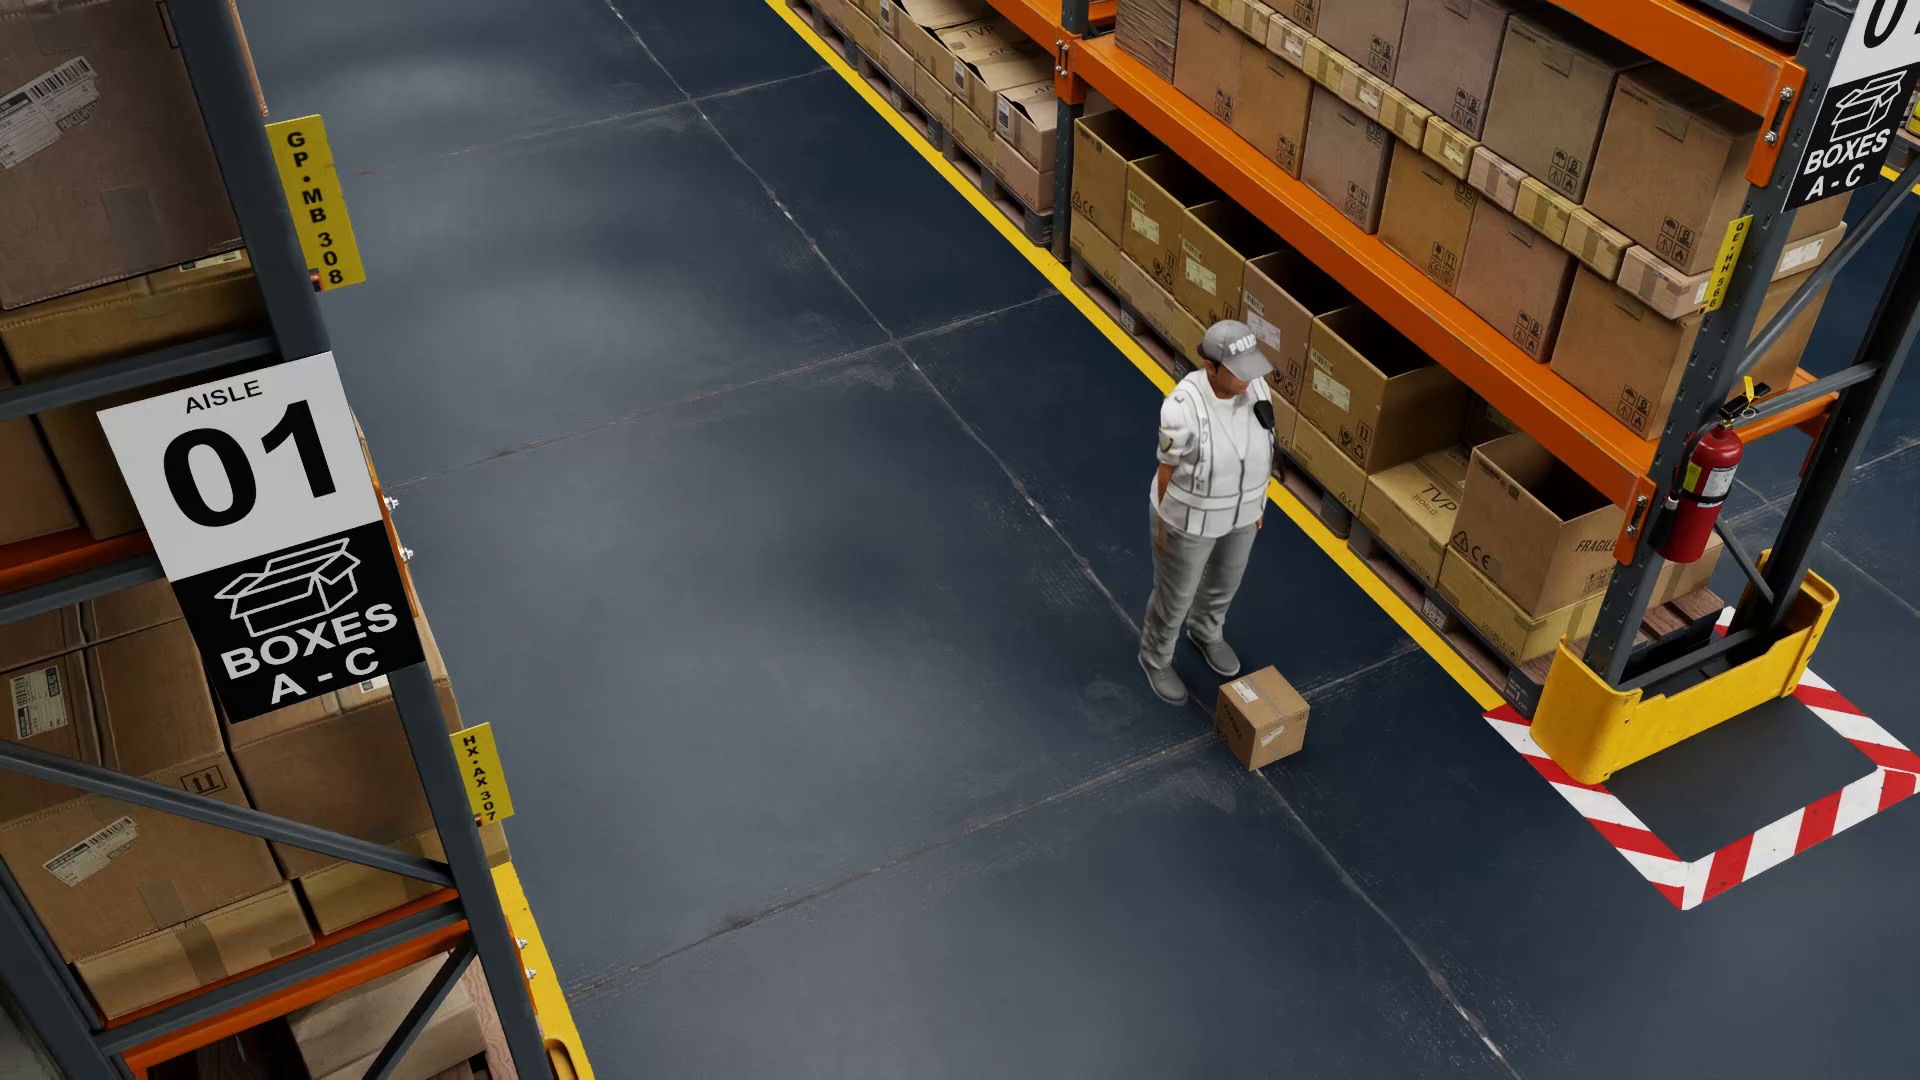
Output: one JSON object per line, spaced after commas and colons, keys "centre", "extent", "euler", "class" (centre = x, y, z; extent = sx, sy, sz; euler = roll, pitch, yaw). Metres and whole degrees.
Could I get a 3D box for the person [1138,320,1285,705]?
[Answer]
{"centre": [0.953, -0.106, 6.285], "extent": [0.469, 1.671, 0.391], "euler": [-19, 45, -20], "class": "person"}
